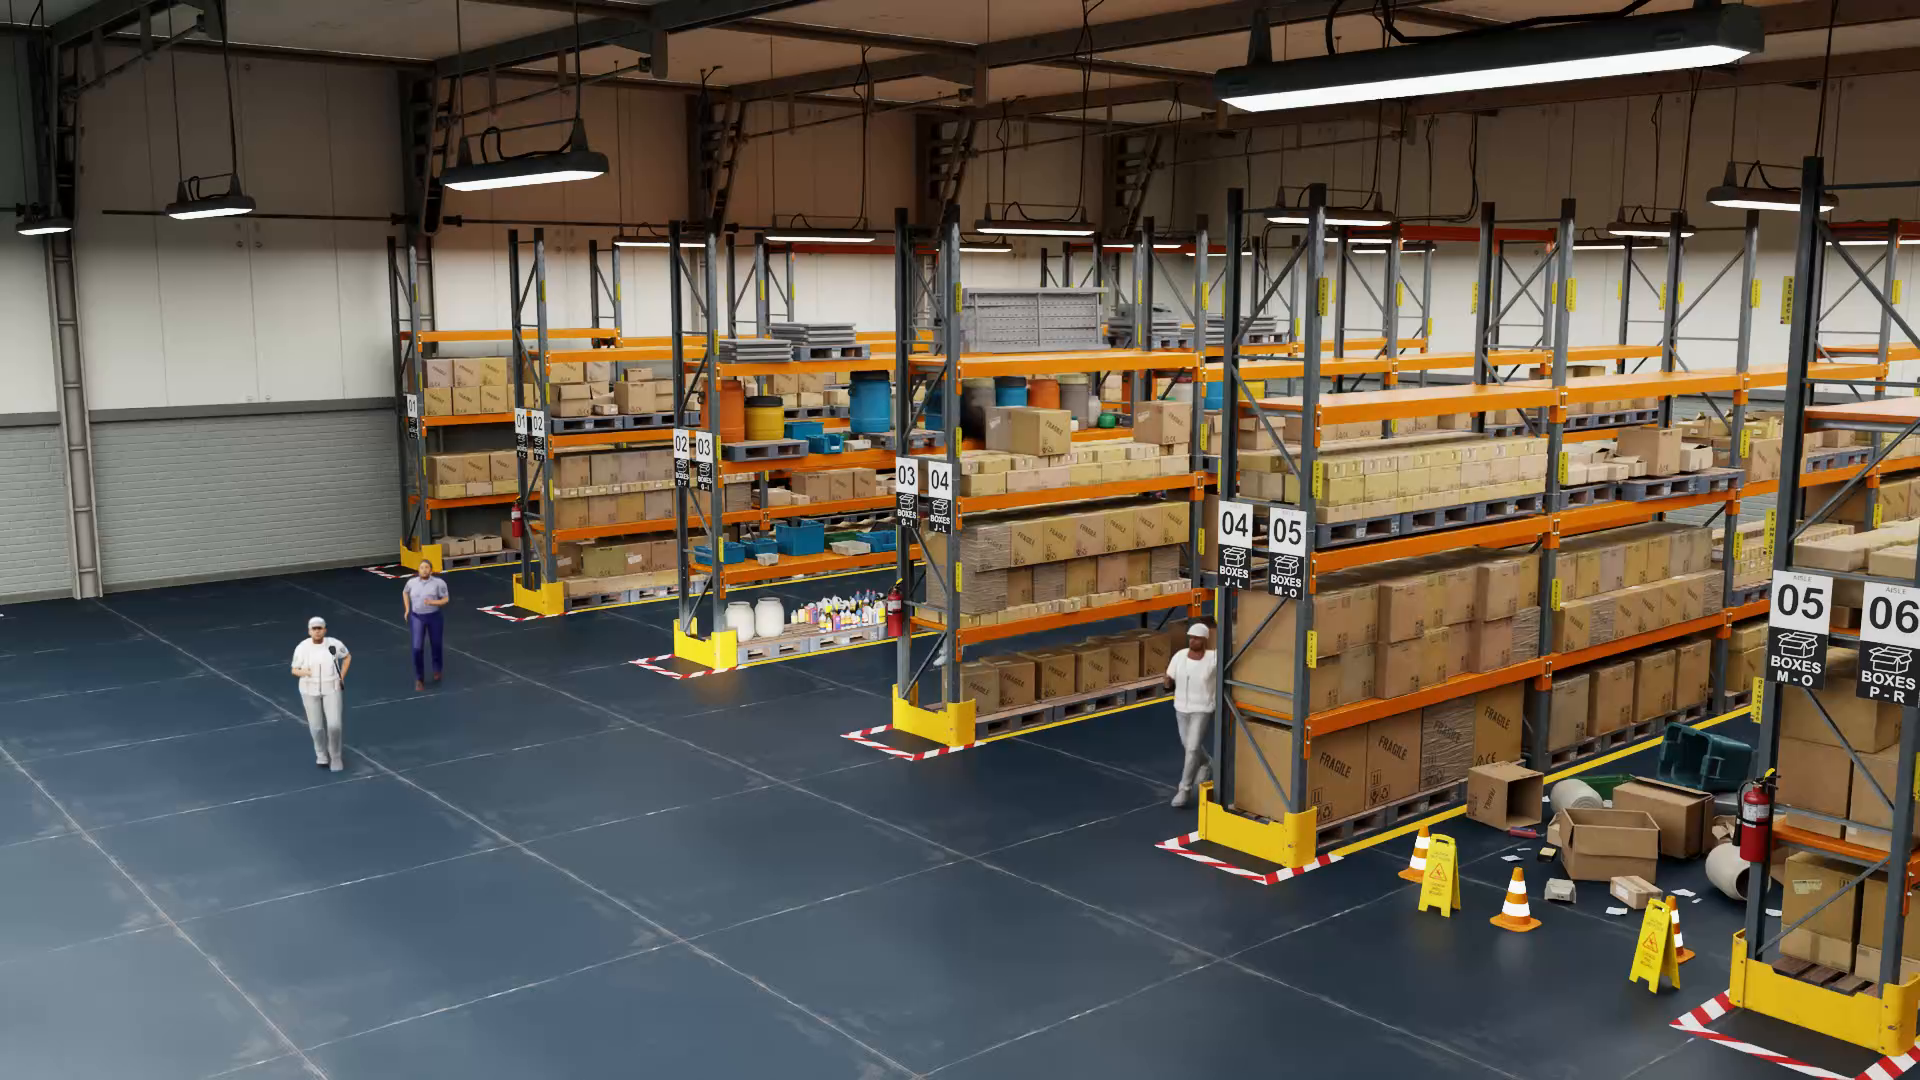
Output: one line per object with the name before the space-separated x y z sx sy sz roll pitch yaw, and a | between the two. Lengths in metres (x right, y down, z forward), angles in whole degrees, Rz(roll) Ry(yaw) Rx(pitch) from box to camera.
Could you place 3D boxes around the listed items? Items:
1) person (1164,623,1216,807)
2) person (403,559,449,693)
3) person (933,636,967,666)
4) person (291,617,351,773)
person | 2.349 1.708 16.703 0.700 1.762 0.935 7 11 38
person | -6.855 1.087 21.391 0.577 1.710 0.734 -2 9 -15
person | -0.096 0.742 21.615 0.589 1.689 0.765 7 11 38
person | -6.782 1.655 17.690 0.586 1.695 0.661 -3 9 -17
